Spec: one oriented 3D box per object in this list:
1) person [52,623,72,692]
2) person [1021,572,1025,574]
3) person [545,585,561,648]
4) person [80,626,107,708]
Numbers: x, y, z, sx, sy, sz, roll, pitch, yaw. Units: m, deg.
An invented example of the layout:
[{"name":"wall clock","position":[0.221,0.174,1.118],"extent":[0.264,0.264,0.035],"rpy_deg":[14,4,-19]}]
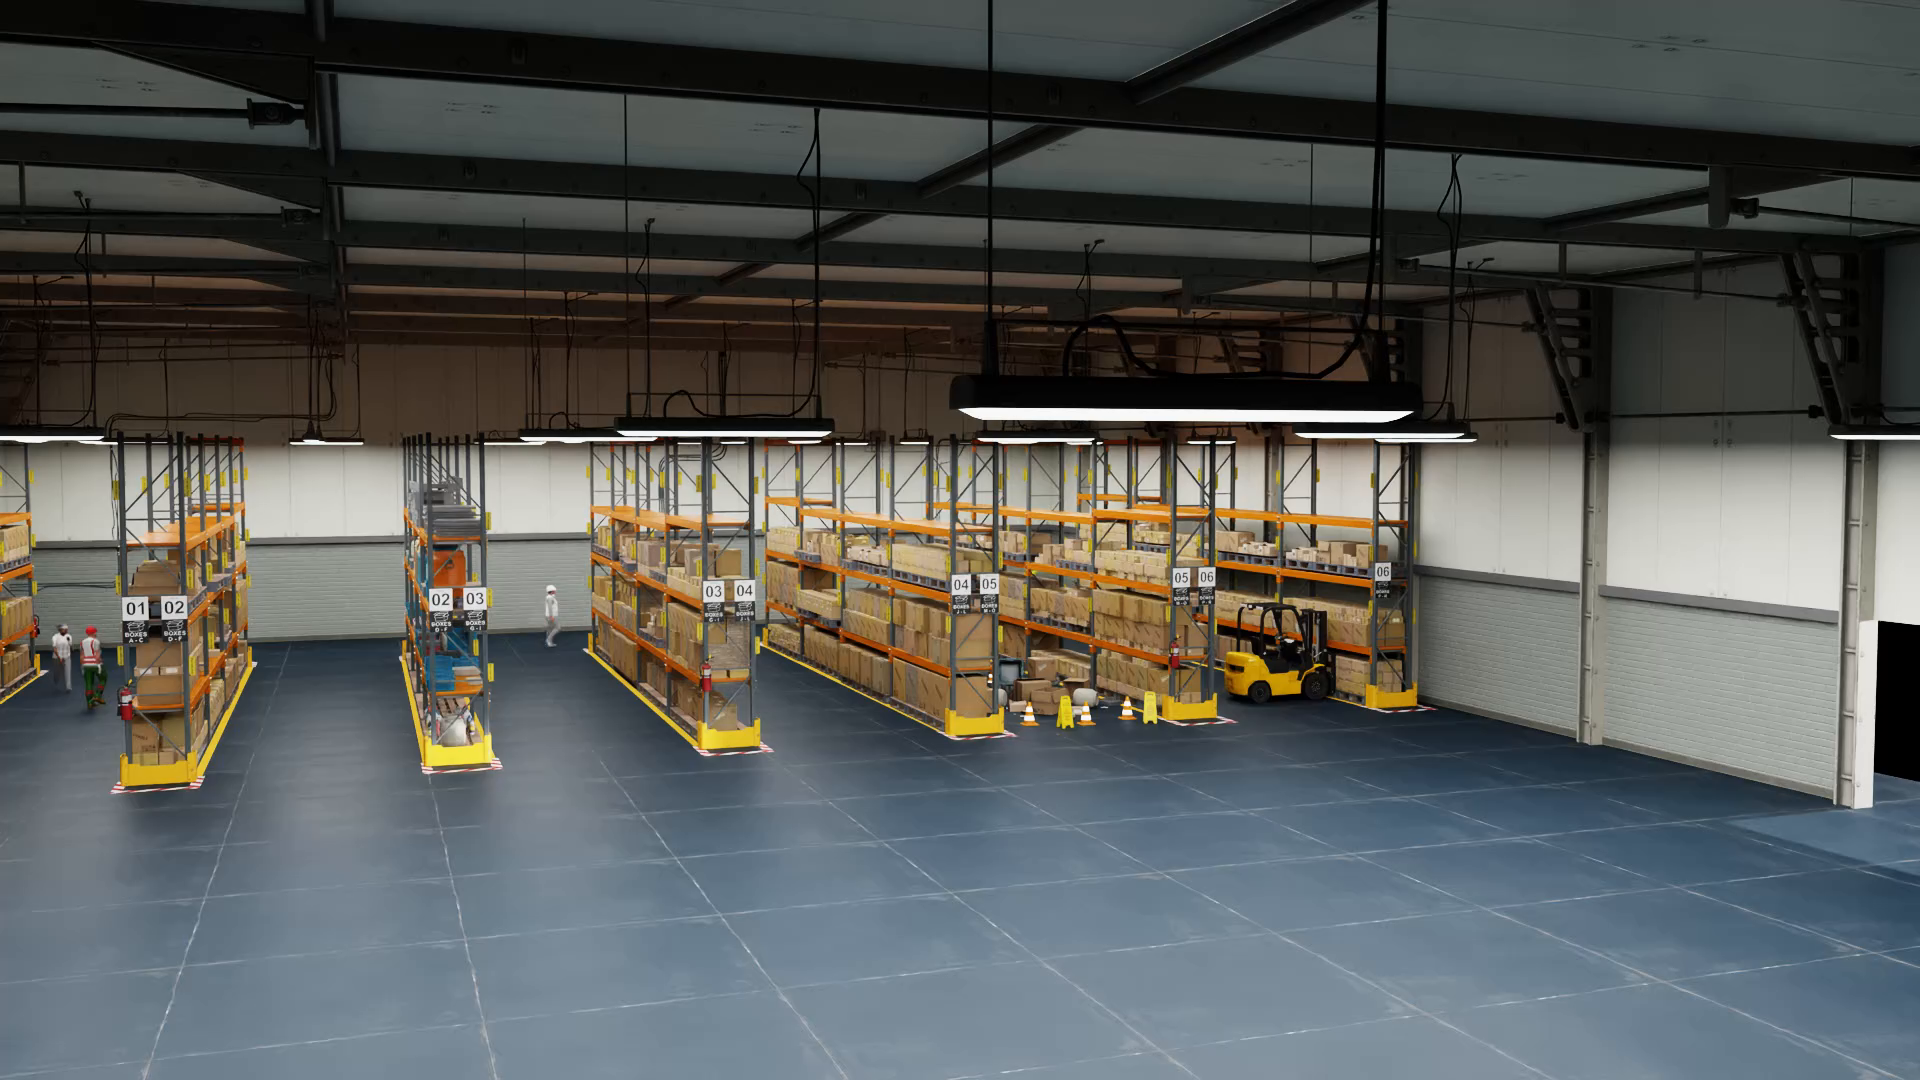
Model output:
[{"name":"person","position":[-21.022,2.750,38.961],"extent":[0.426,1.595,1.087],"rpy_deg":[-2,4,-37]},{"name":"person","position":[2.056,1.887,53.595],"extent":[0.995,1.734,0.565],"rpy_deg":[-2,4,-31]},{"name":"person","position":[-11.689,2.185,47.669],"extent":[0.430,1.779,0.570],"rpy_deg":[-1,3,-20]},{"name":"person","position":[-19.148,2.786,36.676],"extent":[0.543,1.771,0.495],"rpy_deg":[0,3,-7]}]
